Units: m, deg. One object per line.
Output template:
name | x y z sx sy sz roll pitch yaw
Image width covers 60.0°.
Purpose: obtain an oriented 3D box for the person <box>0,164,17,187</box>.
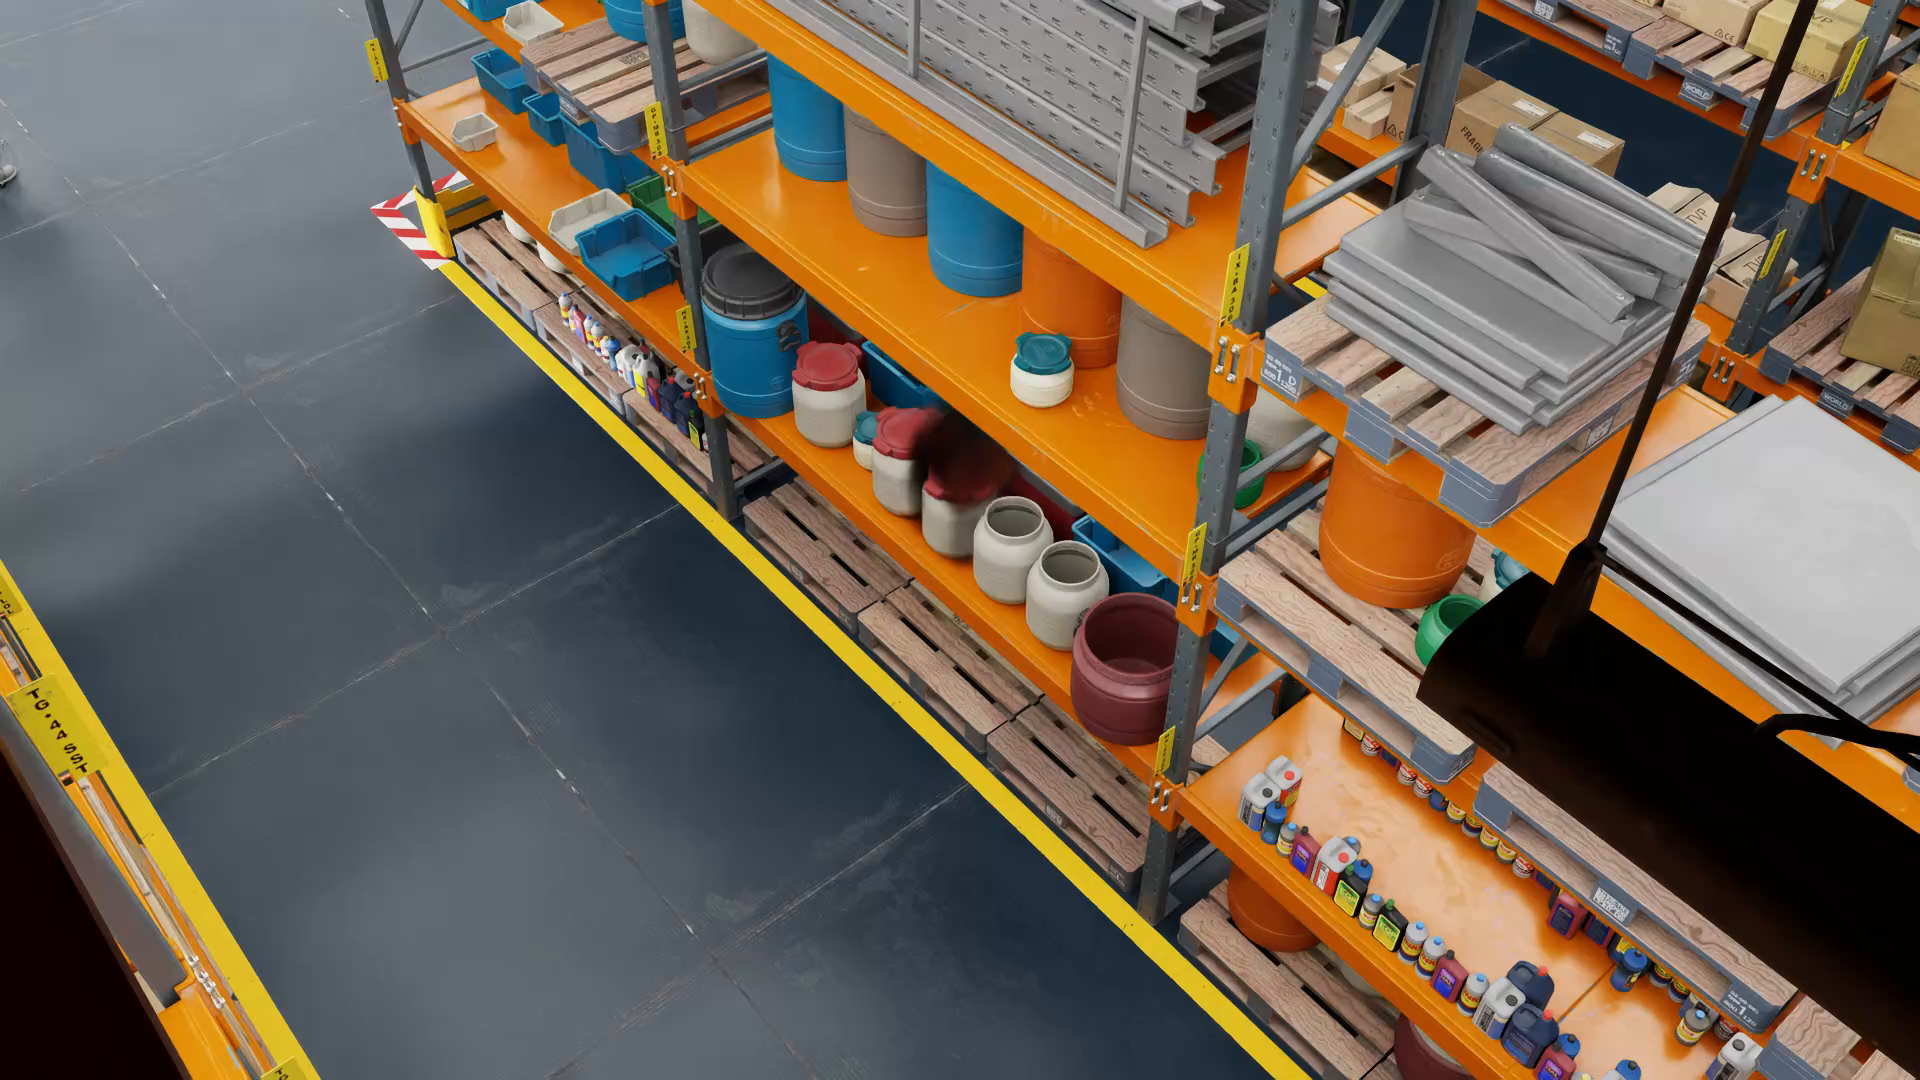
person | -8.067 -3.600 13.218 0.571 1.747 0.418 10 47 10
